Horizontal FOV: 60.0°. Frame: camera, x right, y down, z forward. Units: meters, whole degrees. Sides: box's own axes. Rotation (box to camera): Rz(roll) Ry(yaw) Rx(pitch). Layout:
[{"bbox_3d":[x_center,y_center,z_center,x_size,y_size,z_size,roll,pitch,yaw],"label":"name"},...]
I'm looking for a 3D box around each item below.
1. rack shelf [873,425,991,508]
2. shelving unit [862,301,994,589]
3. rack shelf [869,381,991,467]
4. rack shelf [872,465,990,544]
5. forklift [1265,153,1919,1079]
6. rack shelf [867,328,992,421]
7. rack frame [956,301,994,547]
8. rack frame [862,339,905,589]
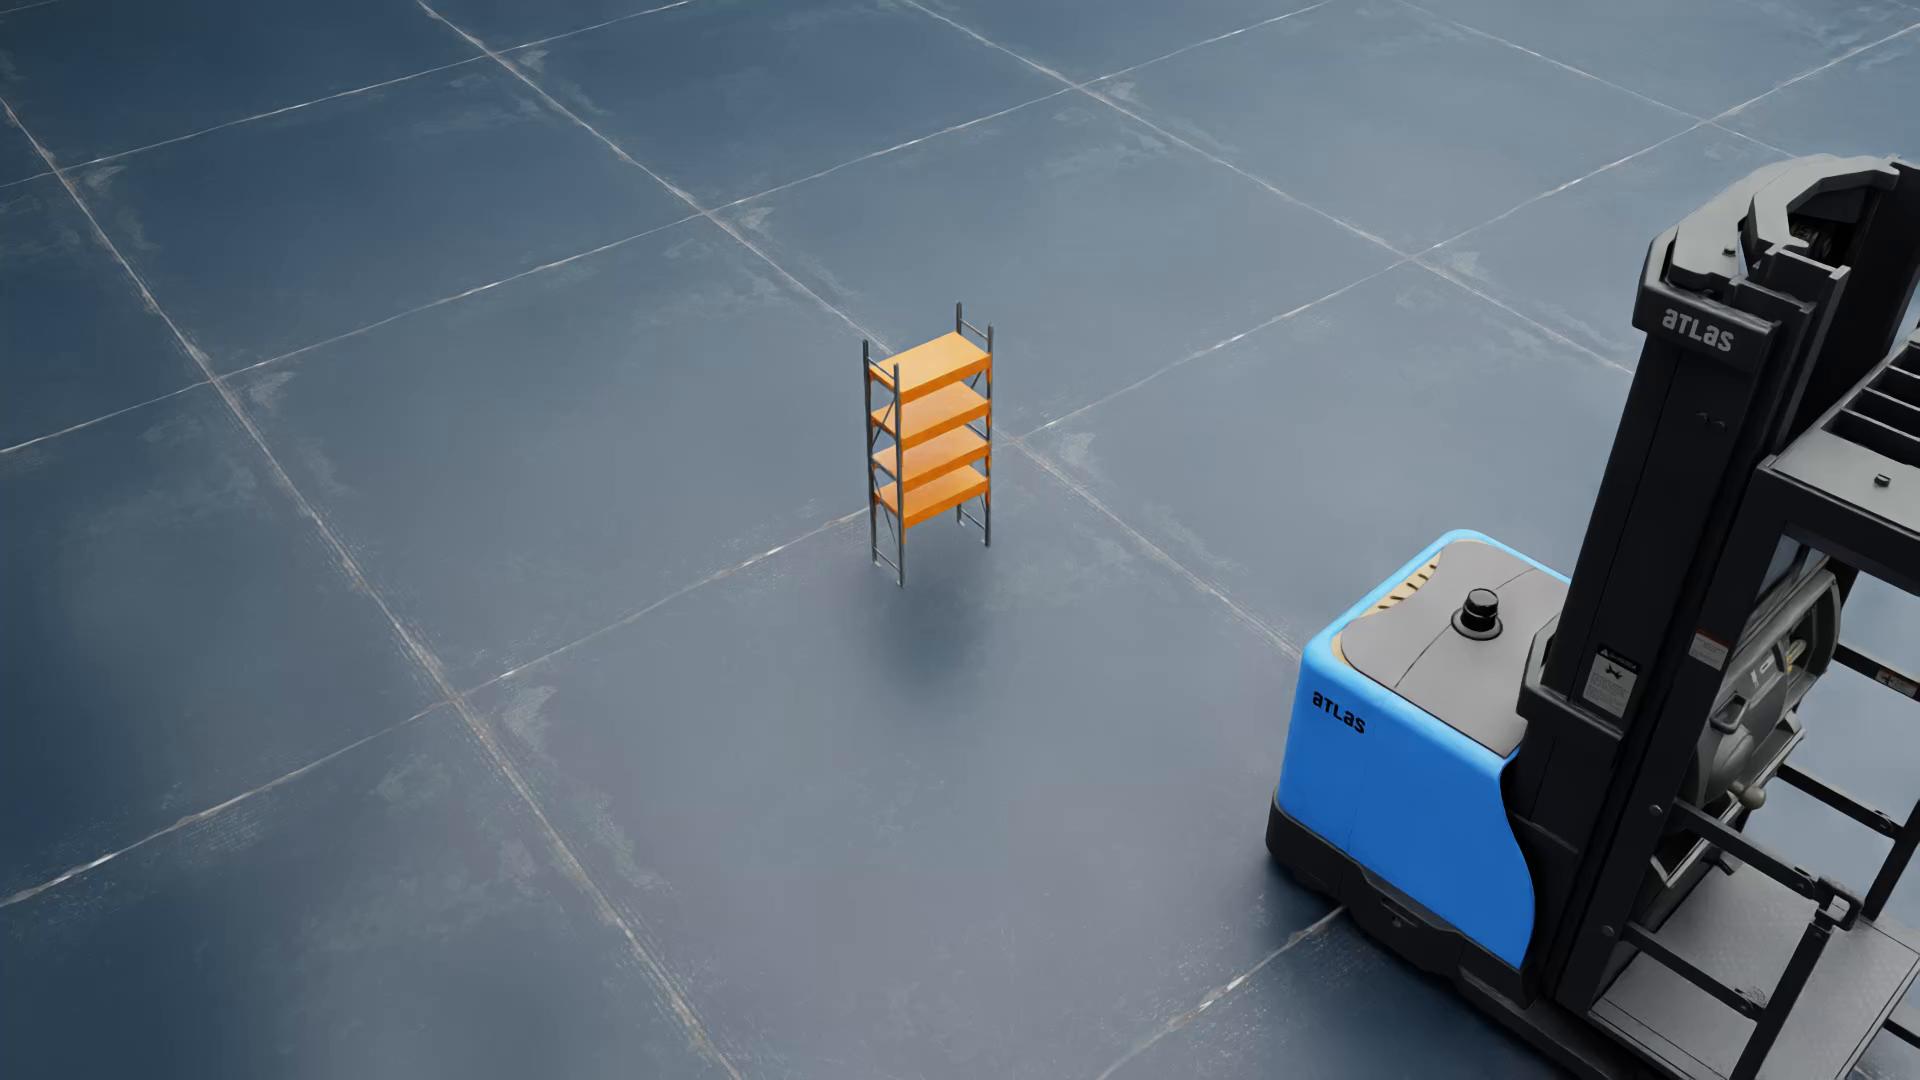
[{"bbox_3d":[-0.131,-0.348,7.334,0.480,0.148,0.258,-26,46,-28],"label":"rack shelf"},{"bbox_3d":[-0.131,-0.400,7.291,0.503,1.200,0.258,-26,46,-28],"label":"shelving unit"},{"bbox_3d":[-0.131,-0.521,7.192,0.480,0.148,0.258,-26,46,-28],"label":"rack shelf"},{"bbox_3d":[-0.131,-0.194,7.460,0.480,0.148,0.258,-26,46,-28],"label":"rack shelf"},{"bbox_3d":[2.538,0.513,4.813,1.130,2.935,3.031,-32,49,-33],"label":"forklift"},{"bbox_3d":[-0.131,-0.704,7.042,0.480,0.148,0.258,-26,46,-28],"label":"rack shelf"},{"bbox_3d":[0.062,-0.494,7.406,0.015,1.200,0.240,-26,46,-28],"label":"rack frame"},{"bbox_3d":[-0.325,-0.306,7.177,0.015,1.200,0.240,-26,46,-28],"label":"rack frame"}]
